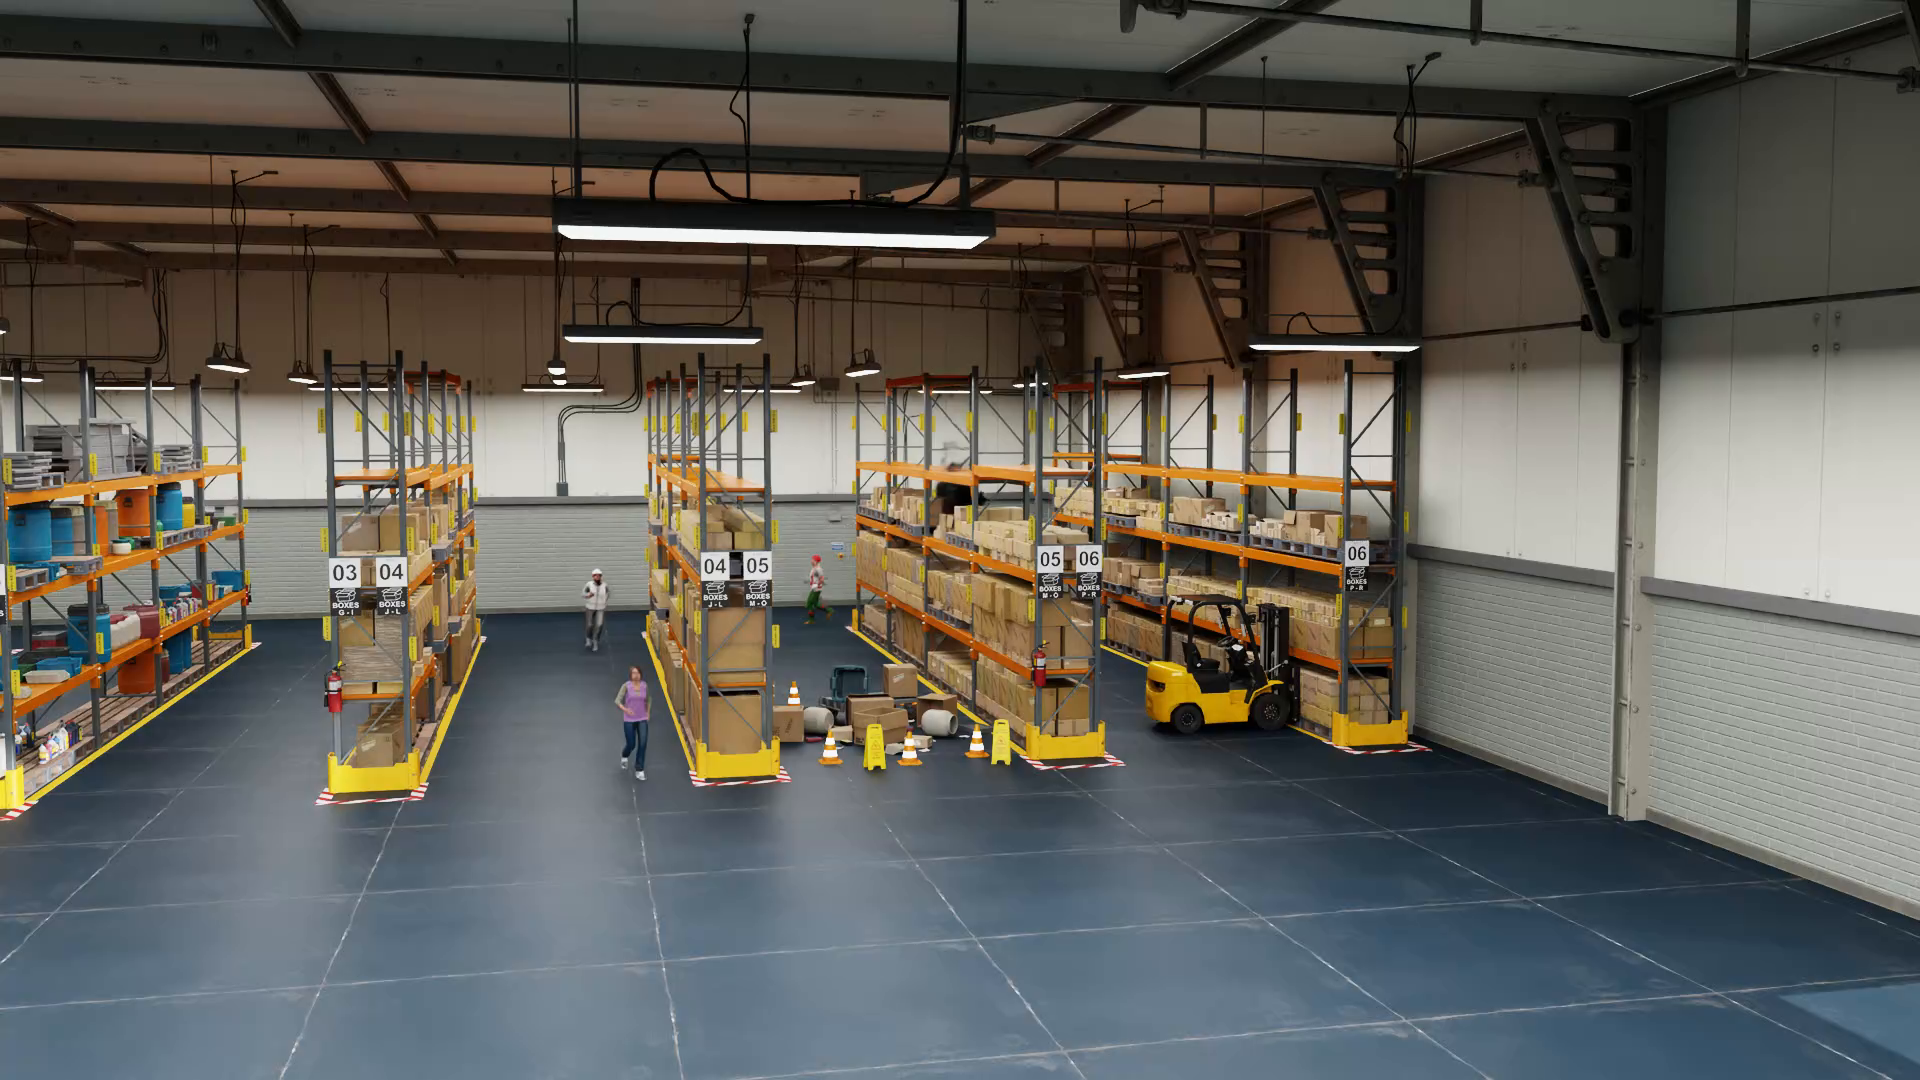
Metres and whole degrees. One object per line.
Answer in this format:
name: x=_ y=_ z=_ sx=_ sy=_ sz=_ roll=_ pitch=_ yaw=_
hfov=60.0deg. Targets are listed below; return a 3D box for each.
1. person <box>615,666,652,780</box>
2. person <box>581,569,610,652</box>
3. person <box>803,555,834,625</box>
person: x=-4.636 y=2.583 z=23.654 sx=0.548 sy=1.603 sz=0.669 roll=-2 pitch=4 yaw=-25
person: x=-8.091 y=1.549 z=36.972 sx=0.657 sy=1.827 sz=0.774 roll=-1 pitch=4 yaw=-16
person: x=-3.527 y=1.245 z=41.503 sx=0.809 sy=1.768 sz=0.673 roll=-1 pitch=4 yaw=-9
